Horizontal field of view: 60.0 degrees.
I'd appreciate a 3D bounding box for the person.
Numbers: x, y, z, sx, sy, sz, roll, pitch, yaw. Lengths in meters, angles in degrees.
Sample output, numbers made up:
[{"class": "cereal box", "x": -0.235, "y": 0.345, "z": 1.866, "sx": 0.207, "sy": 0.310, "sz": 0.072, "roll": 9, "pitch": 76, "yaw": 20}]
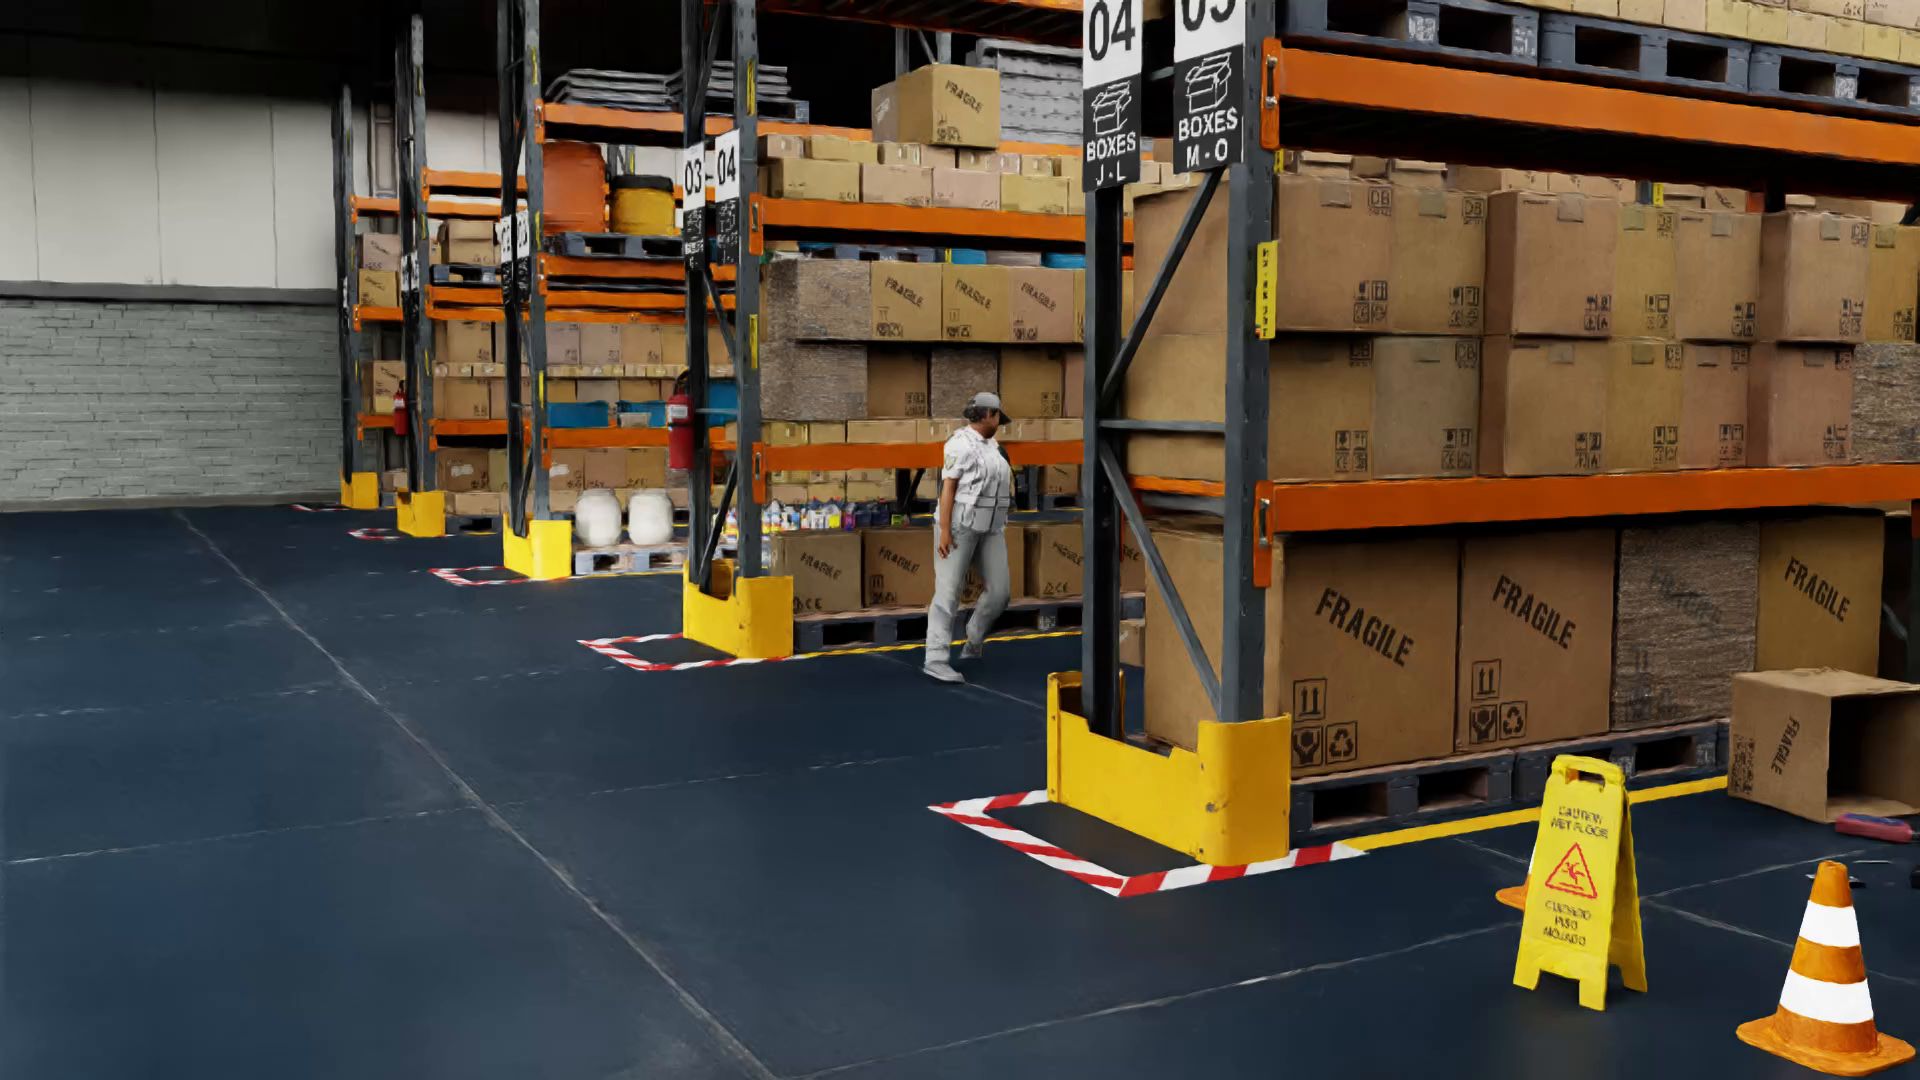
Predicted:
[{"class": "person", "x": 0.041, "y": -0.036, "z": 9.582, "sx": 0.650, "sy": 1.629, "sz": 0.465, "roll": -5, "pitch": 7, "yaw": -43}]
